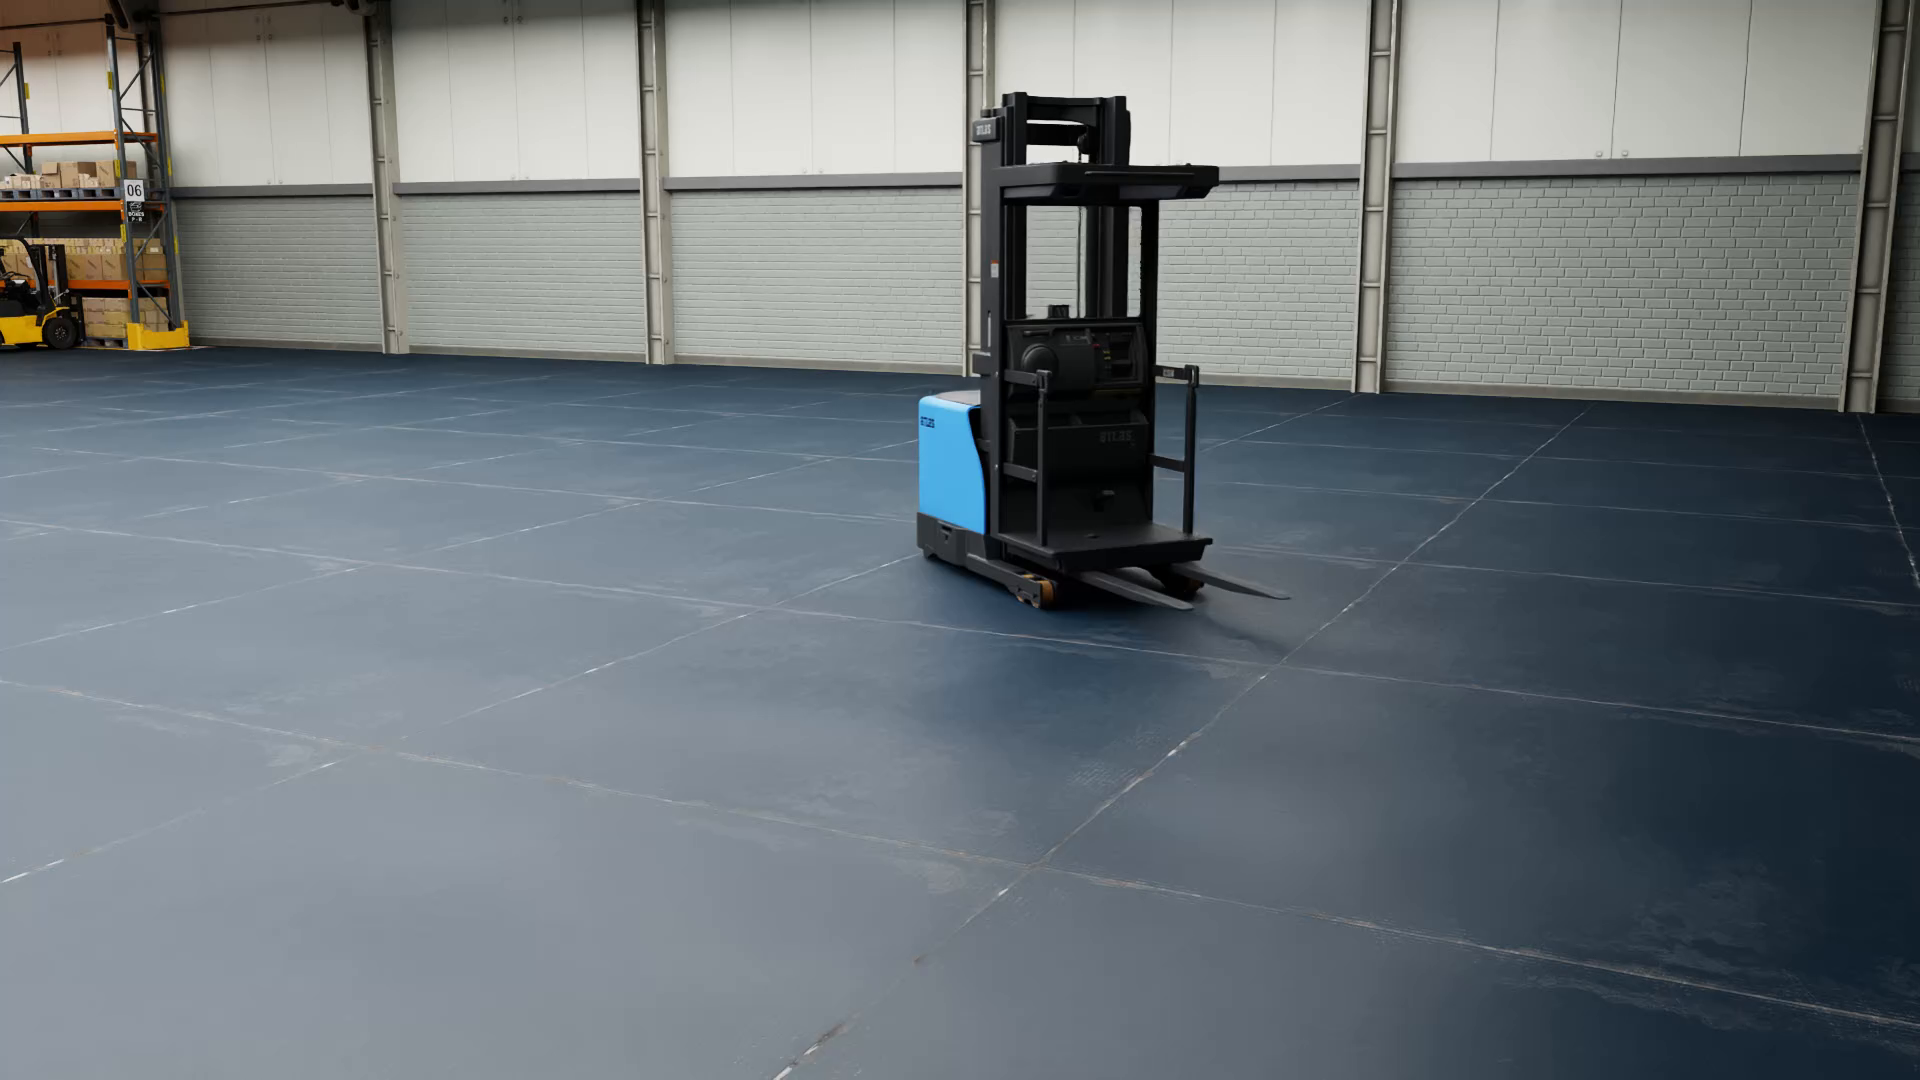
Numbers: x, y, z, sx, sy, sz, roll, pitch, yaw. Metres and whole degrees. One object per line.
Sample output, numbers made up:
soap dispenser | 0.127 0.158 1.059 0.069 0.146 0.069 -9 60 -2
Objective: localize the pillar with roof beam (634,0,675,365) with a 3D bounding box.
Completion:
pillar with roof beam | -7.003 -6.743 23.721 0.400 9.000 9.100 5 11 26

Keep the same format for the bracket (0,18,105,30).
bracket | -18.700 -10.327 33.414 4.783 0.066 0.076 5 11 26

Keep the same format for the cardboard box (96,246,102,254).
cardboard box | -16.517 -5.622 32.270 0.250 0.149 0.380 5 12 27

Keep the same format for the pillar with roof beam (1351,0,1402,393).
pillar with roof beam | 3.758 -5.798 18.496 0.400 9.000 9.100 5 11 26

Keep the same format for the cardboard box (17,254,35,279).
cardboard box | -18.465 -5.475 33.278 0.500 0.500 0.500 5 12 27

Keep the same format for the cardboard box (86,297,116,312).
cardboard box | -16.646 -4.597 32.441 0.500 0.250 0.500 5 12 27

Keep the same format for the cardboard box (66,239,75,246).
cardboard box | -17.238 -5.819 32.525 0.250 0.149 0.380 5 12 27

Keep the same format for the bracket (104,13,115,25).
bracket | -16.389 -10.124 32.292 0.430 0.232 0.235 5 11 26

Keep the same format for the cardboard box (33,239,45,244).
cardboard box | -18.130 -5.905 32.999 0.250 0.149 0.380 5 11 25

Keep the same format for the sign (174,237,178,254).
sign | -15.383 -5.779 32.584 0.005 0.325 0.100 5 11 26

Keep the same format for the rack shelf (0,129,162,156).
rack shelf | -17.428 -7.784 32.617 4.000 0.370 1.077 5 11 26

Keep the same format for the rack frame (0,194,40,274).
rack frame | -19.221 -5.541 33.922 0.127 3.000 1.000 5 11 26

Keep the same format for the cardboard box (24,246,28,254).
cardboard box | -18.385 -5.775 33.112 0.250 0.149 0.380 5 12 27

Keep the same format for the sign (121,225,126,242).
sign | -15.887 -5.826 31.584 0.005 0.325 0.100 5 11 26

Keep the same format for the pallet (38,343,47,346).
pallet | -18.527 -4.099 33.787 1.213 0.211 1.003 5 11 26

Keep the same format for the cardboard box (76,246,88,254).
cardboard box | -16.995 -5.657 32.462 0.250 0.149 0.380 5 11 24

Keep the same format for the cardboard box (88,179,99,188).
cardboard box | -16.512 -6.851 31.982 0.250 0.149 0.380 5 11 24

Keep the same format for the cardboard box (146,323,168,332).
cardboard box | -15.988 -4.149 32.775 0.500 0.250 0.500 5 11 26

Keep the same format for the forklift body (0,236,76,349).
forklift body | -18.142 -4.666 31.472 1.214 2.155 2.313 5 11 26

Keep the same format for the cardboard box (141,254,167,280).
cardboard box | -15.956 -5.358 32.633 0.500 0.500 0.500 5 12 28

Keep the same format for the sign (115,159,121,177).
sign | -15.887 -7.013 31.369 0.005 0.325 0.100 5 11 26

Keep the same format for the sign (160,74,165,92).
sign | -15.383 -8.803 32.036 0.005 0.325 0.100 5 11 26

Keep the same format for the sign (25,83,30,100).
sign | -18.954 -9.117 33.770 0.005 0.325 0.100 5 11 26

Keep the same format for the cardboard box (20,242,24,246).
cardboard box | -18.560 -5.958 33.291 0.250 0.149 0.380 5 11 25

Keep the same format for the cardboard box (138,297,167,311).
cardboard box | -15.982 -4.639 32.675 0.500 0.250 0.500 5 11 25

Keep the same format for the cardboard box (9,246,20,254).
cardboard box | -18.819 -5.822 33.373 0.250 0.149 0.380 5 12 27

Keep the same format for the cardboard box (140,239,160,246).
cardboard box | -15.841 -5.801 32.422 0.250 0.149 0.380 5 11 25

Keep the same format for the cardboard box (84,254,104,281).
cardboard box | -16.653 -5.314 32.388 0.500 0.500 0.500 5 12 28

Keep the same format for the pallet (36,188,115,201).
pallet | -17.355 -6.814 32.782 1.213 0.211 1.003 5 11 26

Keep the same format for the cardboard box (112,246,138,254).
cardboard box | -16.069 -5.577 32.018 0.250 0.149 0.380 5 11 27

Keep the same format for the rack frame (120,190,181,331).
rack frame | -15.634 -5.226 32.181 0.127 3.000 1.000 5 11 26

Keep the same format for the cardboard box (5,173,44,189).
cardboard box | -18.583 -7.124 33.039 0.500 0.311 0.500 5 12 27

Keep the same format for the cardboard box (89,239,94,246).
cardboard box | -16.721 -5.797 32.401 0.250 0.149 0.380 5 11 26

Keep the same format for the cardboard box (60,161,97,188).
cardboard box | -17.013 -7.099 32.370 0.500 0.500 0.700 5 11 26

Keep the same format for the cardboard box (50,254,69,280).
cardboard box | -17.568 -5.392 32.820 0.500 0.500 0.500 5 11 26

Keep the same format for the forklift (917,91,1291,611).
forklift | 0.802 -1.136 9.777 1.130 2.935 3.031 -5 11 -25

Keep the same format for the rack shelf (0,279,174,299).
rack shelf | -17.428 -5.029 33.116 4.000 0.370 1.077 5 11 26

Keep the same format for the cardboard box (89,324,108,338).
cardboard box | -16.637 -4.106 32.539 0.500 0.250 0.500 5 11 26

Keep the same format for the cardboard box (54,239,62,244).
cardboard box | -17.645 -5.877 32.845 0.250 0.149 0.380 5 11 26

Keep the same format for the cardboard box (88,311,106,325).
cardboard box | -16.654 -4.355 32.508 0.500 0.250 0.500 5 11 25

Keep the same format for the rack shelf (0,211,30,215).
rack shelf | -21.015 -6.820 34.590 4.000 0.370 1.077 5 11 26

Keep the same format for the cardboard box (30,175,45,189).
cardboard box | -18.025 -7.041 32.707 0.258 0.266 0.396 5 11 24

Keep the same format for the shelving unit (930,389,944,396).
shelving unit | -0.048 -0.521 11.660 0.252 1.050 0.215 5 11 26

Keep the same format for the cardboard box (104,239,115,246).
cardboard box | -16.284 -5.749 32.137 0.250 0.149 0.380 5 11 26

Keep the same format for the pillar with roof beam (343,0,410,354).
pillar with roof beam | -12.384 -7.216 26.334 0.548 9.000 9.100 5 11 26

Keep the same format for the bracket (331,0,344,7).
bracket | -11.008 -9.651 29.679 0.430 0.232 0.235 5 11 26

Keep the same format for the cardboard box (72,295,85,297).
cardboard box | -17.786 -4.799 33.558 0.500 0.250 0.500 5 11 26

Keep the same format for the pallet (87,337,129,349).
pallet | -16.339 -3.907 32.725 1.213 0.211 1.003 5 11 26

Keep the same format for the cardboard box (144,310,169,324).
cardboard box | -15.964 -4.395 32.732 0.500 0.250 0.500 5 12 27

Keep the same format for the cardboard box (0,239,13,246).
cardboard box | -19.067 -5.983 33.428 0.250 0.149 0.380 5 12 27

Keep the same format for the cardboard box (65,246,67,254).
cardboard box | -17.414 -5.708 32.743 0.250 0.149 0.380 5 11 25
